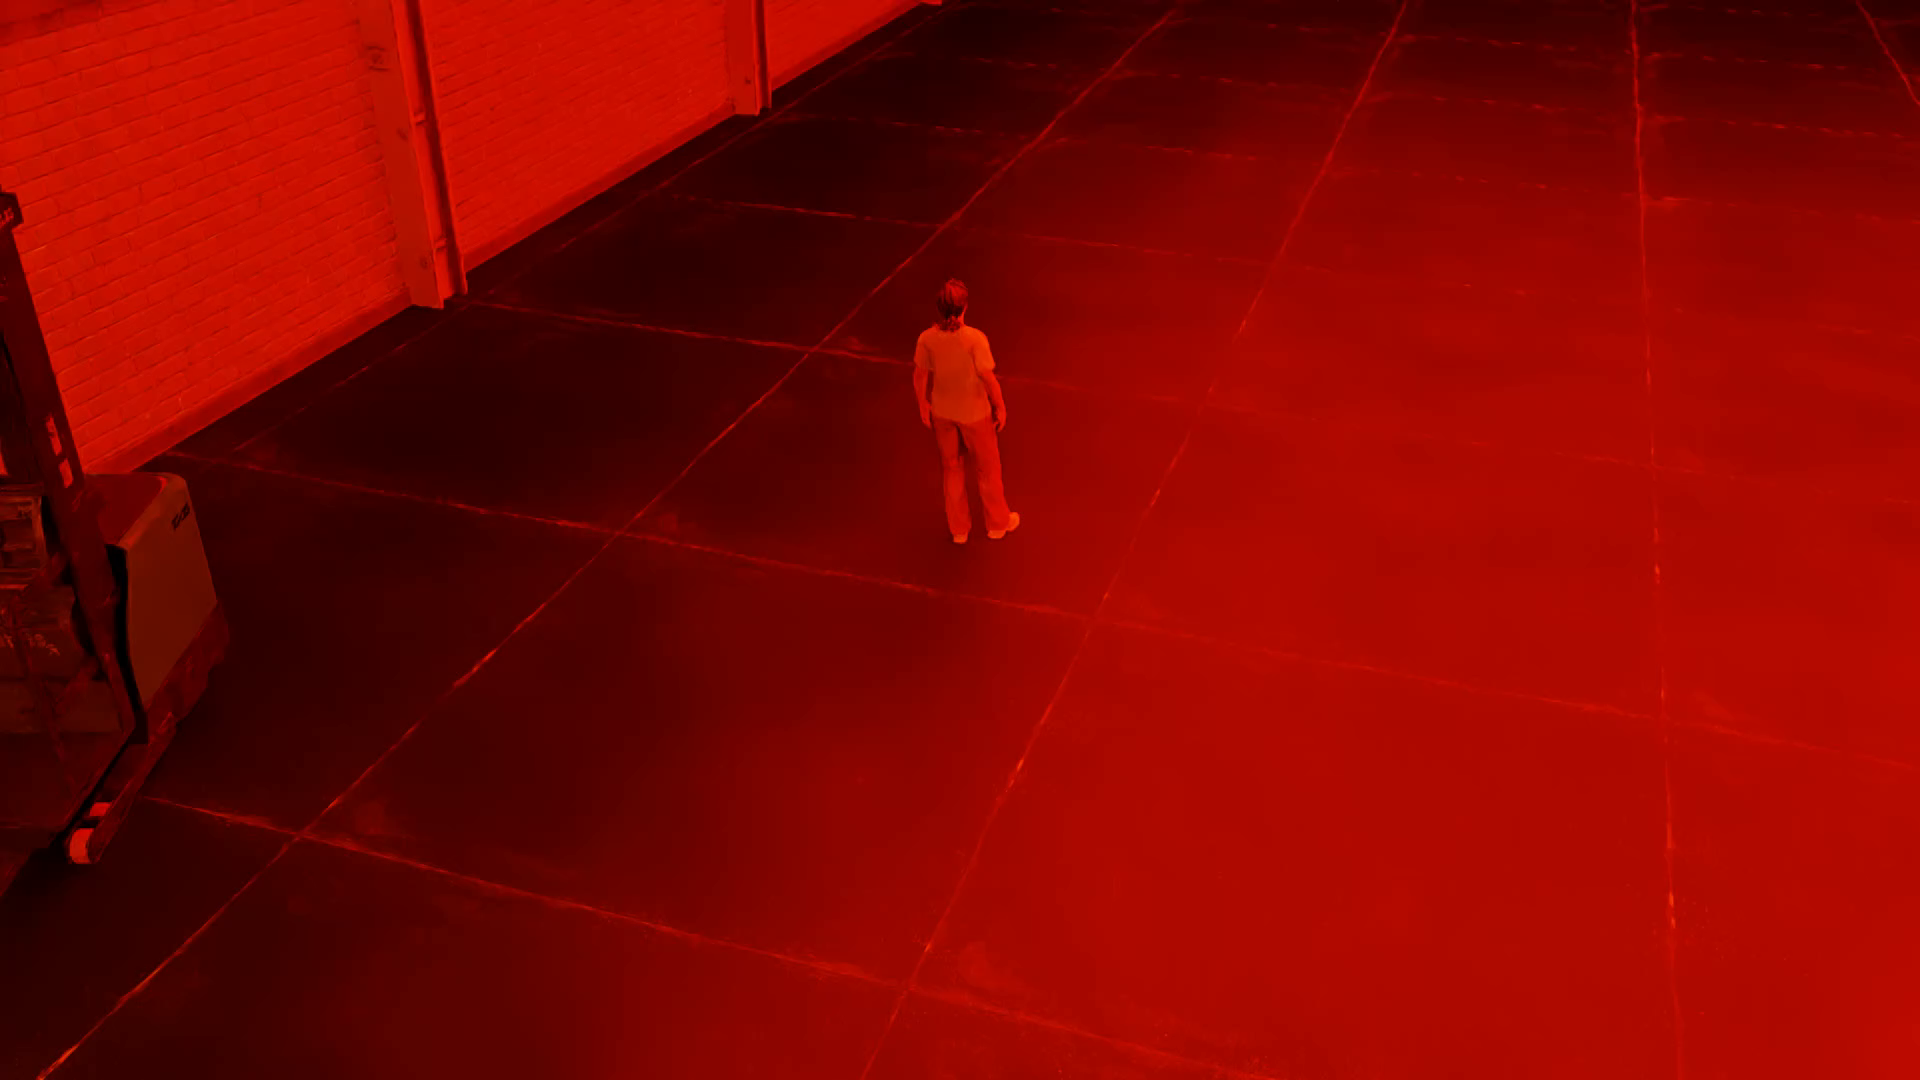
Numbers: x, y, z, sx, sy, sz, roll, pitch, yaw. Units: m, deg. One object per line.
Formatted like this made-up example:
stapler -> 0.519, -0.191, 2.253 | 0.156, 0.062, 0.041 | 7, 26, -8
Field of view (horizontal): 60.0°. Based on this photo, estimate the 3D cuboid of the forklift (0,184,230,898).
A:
forklift -> -4.447, 0.043, 7.061 | 1.130, 2.935, 3.031 | -1, 30, -1

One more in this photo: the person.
person -> 0.034, -0.767, 9.735 | 0.554, 1.674, 0.548 | 10, 31, 16
